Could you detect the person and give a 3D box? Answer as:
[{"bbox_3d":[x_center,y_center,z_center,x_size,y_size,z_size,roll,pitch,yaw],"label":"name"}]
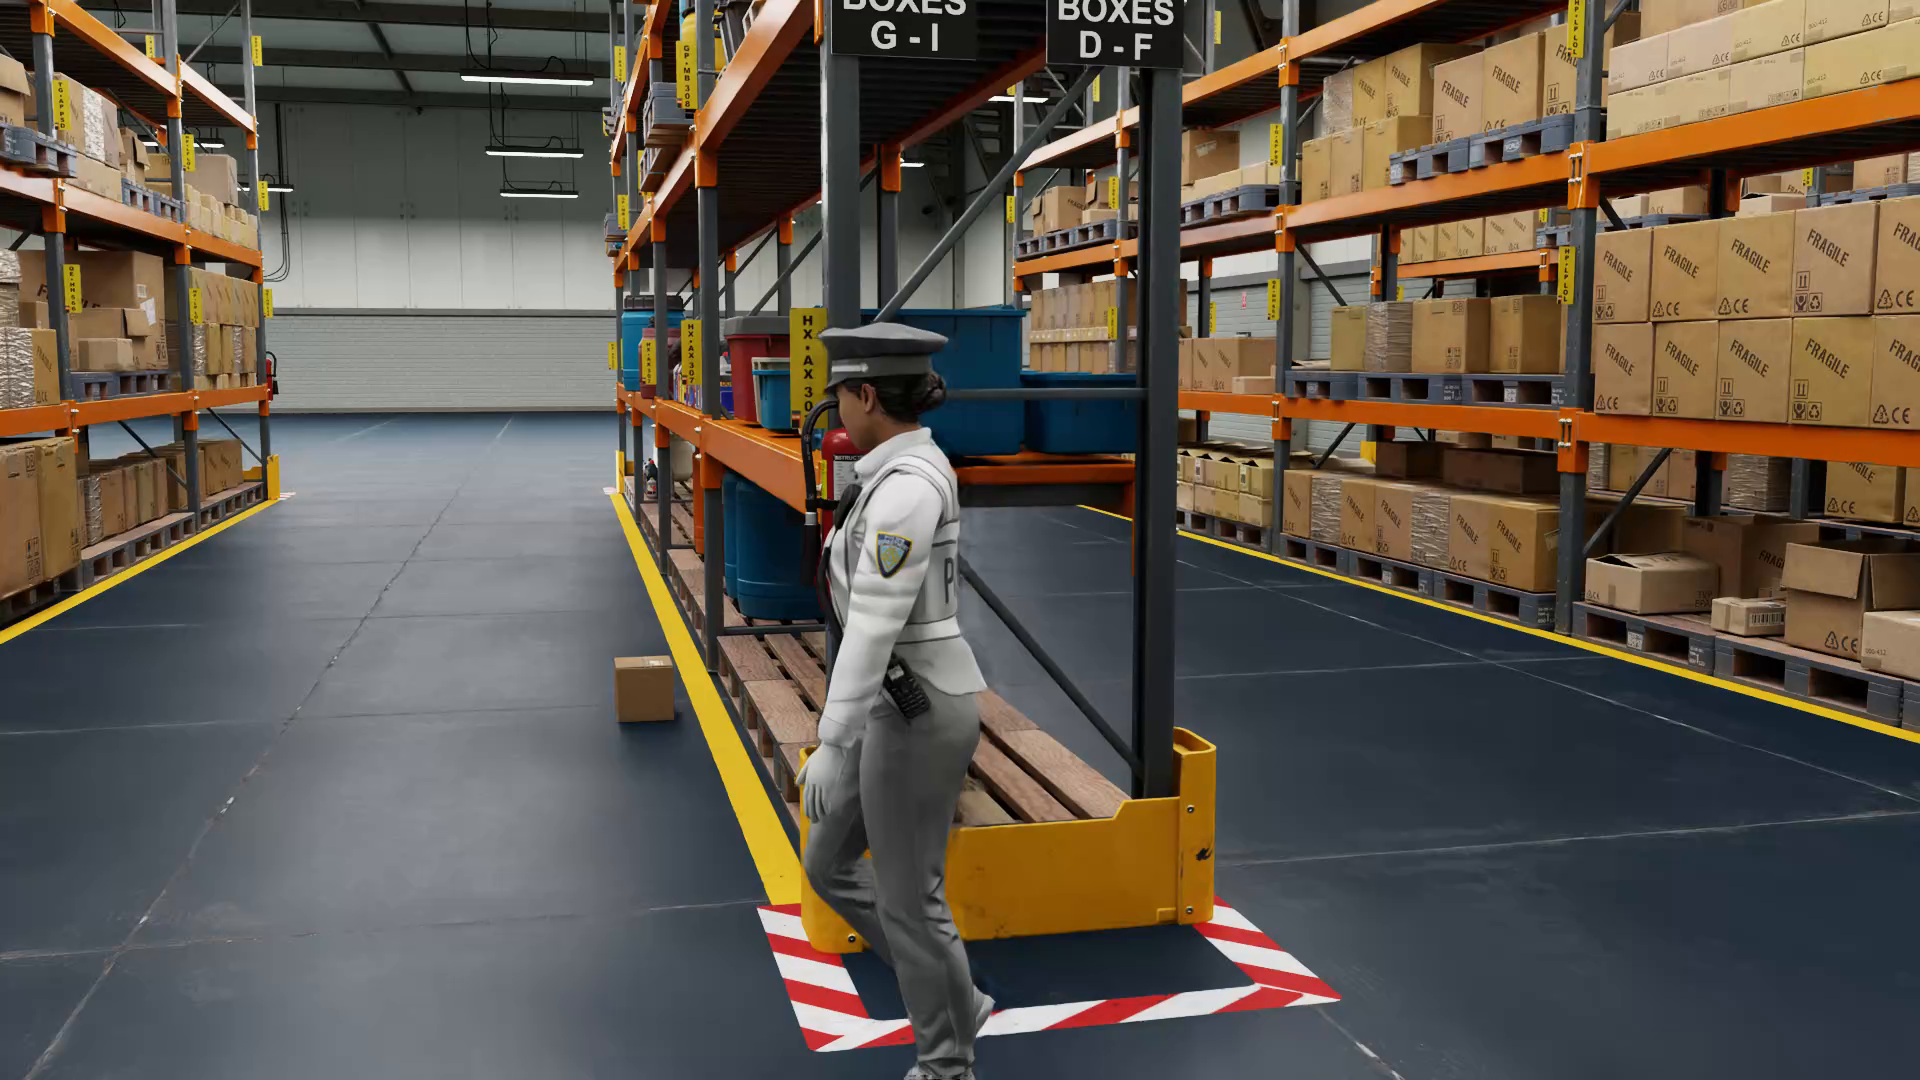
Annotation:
[{"bbox_3d":[-0.130,0.388,3.465,0.421,1.671,0.526,-1,6,-5],"label":"person"}]
